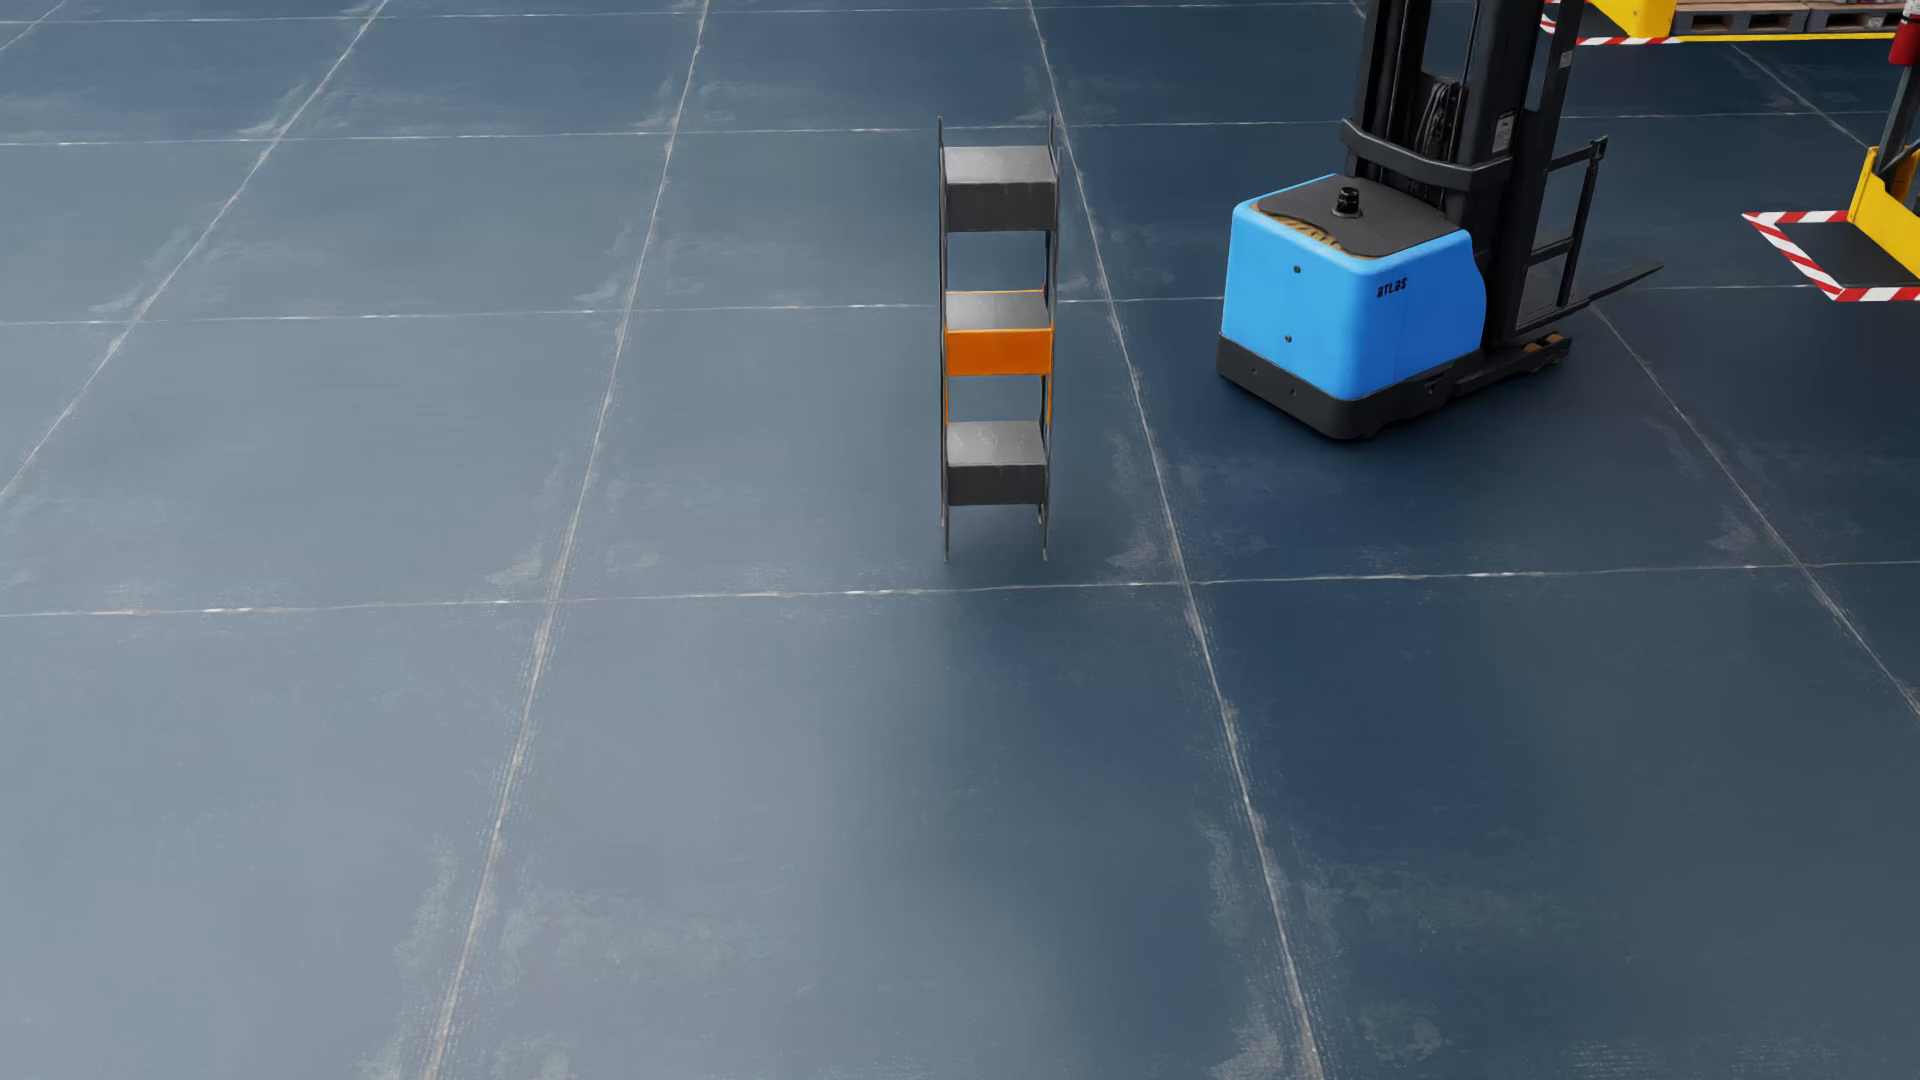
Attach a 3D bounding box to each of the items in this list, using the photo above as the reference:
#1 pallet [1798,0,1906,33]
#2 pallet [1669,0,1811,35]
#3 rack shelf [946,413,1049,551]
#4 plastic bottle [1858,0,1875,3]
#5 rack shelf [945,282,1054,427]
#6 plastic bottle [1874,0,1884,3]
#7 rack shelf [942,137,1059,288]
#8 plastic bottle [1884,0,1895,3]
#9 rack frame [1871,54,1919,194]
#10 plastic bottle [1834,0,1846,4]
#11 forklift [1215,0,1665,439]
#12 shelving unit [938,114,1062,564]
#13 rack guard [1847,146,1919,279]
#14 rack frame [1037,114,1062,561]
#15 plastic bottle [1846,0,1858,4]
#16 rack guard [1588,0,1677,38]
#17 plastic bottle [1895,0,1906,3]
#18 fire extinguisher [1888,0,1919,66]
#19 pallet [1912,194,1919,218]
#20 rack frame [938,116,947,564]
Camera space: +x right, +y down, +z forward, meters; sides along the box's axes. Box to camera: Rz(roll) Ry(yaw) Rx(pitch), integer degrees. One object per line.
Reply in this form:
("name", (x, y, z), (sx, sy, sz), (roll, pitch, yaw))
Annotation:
("pallet", (8.086, -4.887, 15.126), (1.213, 0.211, 1.003), (-2, 35, -2))
("pallet", (6.870, -4.856, 15.081), (1.213, 0.211, 1.003), (-2, 35, -2))
("rack shelf", (0.165, -0.281, 8.065), (0.480, 0.518, 0.431), (-2, 35, -2))
("plastic bottle", (8.038, -4.886, 14.674), (0.133, 0.283, 0.061), (-1, 35, -1))
("rack shelf", (0.165, -0.857, 7.667), (0.480, 0.518, 0.431), (-2, 35, -2))
("plastic bottle", (8.153, -4.895, 14.697), (0.097, 0.271, 0.097), (0, 35, 0))
("rack shelf", (0.165, -1.432, 7.268), (0.480, 0.518, 0.431), (-2, 35, -2))
("plastic bottle", (8.253, -4.897, 14.701), (0.097, 0.271, 0.097), (0, 35, 0))
("rack frame", (6.219, -3.139, 10.150), (0.127, 3.000, 1.000), (-2, 35, -2))
("plastic bottle", (7.811, -4.885, 14.684), (0.097, 0.271, 0.097), (0, 35, 0))
("forklift", (2.960, -2.401, 9.144), (3.031, 2.935, 1.130), (-22, 40, -28))
("shelving unit", (0.165, -0.868, 7.659), (0.503, 2.100, 0.431), (-2, 35, -2))
("rack guard", (6.295, -2.113, 10.864), (0.348, 0.500, 1.175), (-2, 35, -2))
("rack frame", (0.409, -0.874, 7.668), (0.015, 2.100, 0.400), (-2, 35, -2))
("plastic bottle", (7.914, -4.859, 14.708), (0.097, 0.201, 0.097), (0, 35, 0))
("rack guard", (6.059, -4.955, 14.971), (0.348, 0.500, 1.175), (-2, 35, -2))
("plastic bottle", (8.352, -4.871, 14.725), (0.097, 0.201, 0.097), (0, 35, 0))
("fire extinguisher", (6.083, -3.366, 10.546), (0.183, 0.674, 0.296), (-2, 35, -2))
("pallet", (7.109, -1.996, 10.949), (1.213, 0.211, 1.003), (-2, 35, -2))
("rack frame", (-0.078, -0.861, 7.649), (0.015, 2.100, 0.400), (-2, 35, -2))
